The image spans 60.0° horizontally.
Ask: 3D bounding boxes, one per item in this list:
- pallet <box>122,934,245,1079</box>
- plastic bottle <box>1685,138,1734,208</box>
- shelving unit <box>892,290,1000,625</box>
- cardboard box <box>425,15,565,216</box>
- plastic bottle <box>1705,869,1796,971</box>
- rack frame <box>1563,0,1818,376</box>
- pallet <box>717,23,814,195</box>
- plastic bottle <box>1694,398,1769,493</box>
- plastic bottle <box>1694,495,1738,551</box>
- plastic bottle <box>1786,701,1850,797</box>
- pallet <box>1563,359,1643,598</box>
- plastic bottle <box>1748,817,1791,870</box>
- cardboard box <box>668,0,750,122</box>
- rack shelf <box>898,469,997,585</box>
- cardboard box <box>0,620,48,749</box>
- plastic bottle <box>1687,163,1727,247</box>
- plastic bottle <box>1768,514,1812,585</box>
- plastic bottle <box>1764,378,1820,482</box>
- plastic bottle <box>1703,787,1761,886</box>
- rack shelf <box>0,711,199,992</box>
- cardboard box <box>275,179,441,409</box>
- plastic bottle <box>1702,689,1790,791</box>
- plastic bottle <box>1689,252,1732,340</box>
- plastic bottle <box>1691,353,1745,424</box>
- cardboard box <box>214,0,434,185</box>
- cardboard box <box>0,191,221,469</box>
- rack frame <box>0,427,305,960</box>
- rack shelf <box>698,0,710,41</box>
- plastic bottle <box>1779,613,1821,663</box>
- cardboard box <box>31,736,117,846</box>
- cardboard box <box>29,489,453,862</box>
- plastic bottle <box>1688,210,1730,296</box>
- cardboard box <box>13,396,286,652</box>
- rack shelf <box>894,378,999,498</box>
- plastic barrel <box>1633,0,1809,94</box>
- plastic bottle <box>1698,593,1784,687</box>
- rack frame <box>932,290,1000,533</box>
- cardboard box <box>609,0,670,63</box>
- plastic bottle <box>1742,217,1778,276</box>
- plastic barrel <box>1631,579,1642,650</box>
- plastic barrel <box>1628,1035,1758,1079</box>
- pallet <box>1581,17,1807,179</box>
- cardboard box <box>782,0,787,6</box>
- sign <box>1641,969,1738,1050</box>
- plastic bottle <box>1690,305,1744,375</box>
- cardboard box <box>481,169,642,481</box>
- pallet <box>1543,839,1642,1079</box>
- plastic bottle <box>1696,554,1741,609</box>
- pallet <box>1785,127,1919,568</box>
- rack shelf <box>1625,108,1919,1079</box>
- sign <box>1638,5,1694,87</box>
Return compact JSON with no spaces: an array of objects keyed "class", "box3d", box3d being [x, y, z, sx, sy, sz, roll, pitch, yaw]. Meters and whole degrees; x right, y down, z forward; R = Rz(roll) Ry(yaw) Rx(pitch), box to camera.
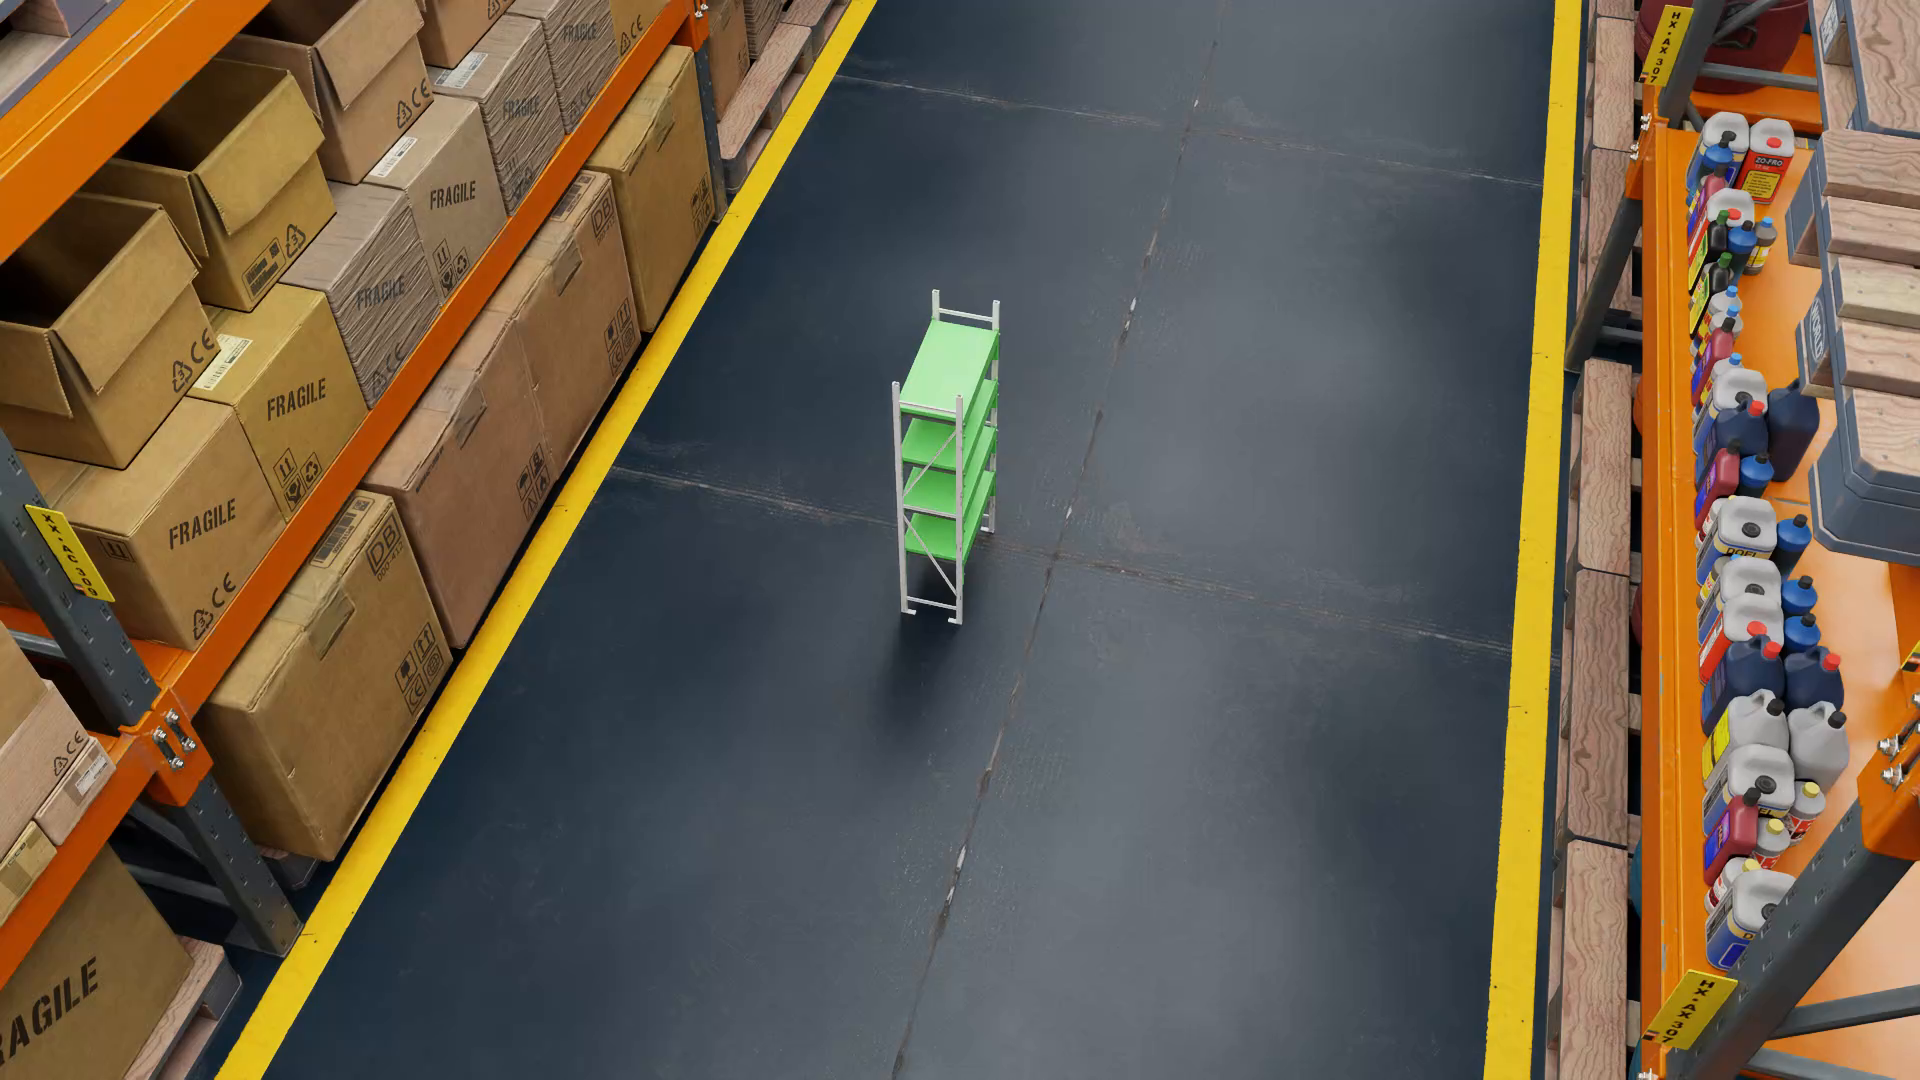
[{"class":"pallet","box3d":[-2.953,1.697,5.030,1.003,0.211,1.213,12,50,10]},{"class":"plastic bottle","box3d":[2.671,-1.306,5.906,0.097,0.271,0.097,0,49,0]},{"class":"shelving unit","box3d":[-0.044,-0.277,6.113,0.258,1.200,0.503,12,50,10]},{"class":"cardboard box","box3d":[-1.786,-1.545,5.965,0.500,0.500,0.500,10,49,9]},{"class":"plastic bottle","box3d":[1.893,0.910,3.948,0.152,0.276,0.135,12,50,10]},{"class":"rack frame","box3d":[3.154,-1.676,6.147,1.000,3.000,0.127,12,50,10]},{"class":"pallet","box3d":[-1.417,-2.296,8.554,1.003,0.211,1.213,12,50,10]},{"class":"plastic bottle","box3d":[2.317,-0.293,4.959,0.144,0.351,0.185,12,50,10]},{"class":"plastic bottle","box3d":[2.222,-0.049,4.844,0.097,0.201,0.097,0,49,0]},{"class":"plastic bottle","box3d":[2.166,0.533,4.231,0.144,0.351,0.185,12,50,10]},{"class":"pallet","box3d":[2.986,-0.175,6.682,1.003,0.211,1.213,12,50,10]},{"class":"plastic bottle","box3d":[1.991,0.760,4.130,0.097,0.201,0.097,0,49,0]},{"class":"cardboard box","box3d":[-1.468,-2.460,8.213,0.700,0.500,0.500,9,49,8]},{"class":"rack shelf","box3d":[-0.044,-0.076,6.341,0.258,0.148,0.480,12,50,10]},{"class":"cardboard box","box3d":[-2.540,0.328,3.780,0.500,0.500,0.500,13,50,11]},{"class":"plastic bottle","box3d":[2.597,-1.159,5.769,0.061,0.283,0.133,12,50,10]},{"class":"plastic bottle","box3d":[2.343,0.028,4.729,0.097,0.271,0.097,0,49,0]},{"class":"plastic bottle","box3d":[2.499,-0.360,5.019,0.144,0.351,0.185,12,50,10]},{"class":"plastic bottle","box3d":[1.910,0.731,4.101,0.061,0.283,0.133,12,50,10]},{"class":"rack shelf","box3d":[-3.204,1.925,3.449,1.077,0.370,4.000,12,50,10]},{"class":"cardboard box","box3d":[-2.052,-0.802,5.310,0.500,0.500,0.500,11,49,9]},{"class":"plastic bottle","box3d":[2.027,0.504,4.256,0.144,0.351,0.185,12,50,10]},{"class":"plastic bottle","box3d":[2.466,-0.799,5.451,0.061,0.283,0.133,12,50,10]},{"class":"plastic bottle","box3d":[2.367,-0.470,5.169,0.097,0.271,0.097,0,49,0]},{"class":"cardboard box","box3d":[-2.177,-1.535,5.288,0.797,0.503,0.637,13,50,11]},{"class":"cardboard box","box3d":[-2.517,-0.589,4.452,0.797,0.503,0.637,10,49,9]},{"class":"rack frame","box3d":[-2.677,0.240,4.456,1.000,3.000,0.127,12,50,10]},{"class":"rack shelf","box3d":[-1.098,-3.862,8.556,1.077,0.370,4.000,12,50,10]},{"class":"plastic bottle","box3d":[2.247,0.293,4.495,0.097,0.271,0.097,0,49,0]},{"class":"cardboard box","box3d":[-2.442,0.608,4.299,0.380,0.149,0.250,12,50,10]},{"class":"cardboard box","box3d":[-2.528,0.337,5.508,1.225,0.875,0.875,12,50,10]},{"class":"plastic bottle","box3d":[2.527,-0.966,5.598,0.061,0.283,0.133,12,50,10]},{"class":"cardboard box","box3d":[-2.315,-0.077,4.669,0.500,0.500,0.500,12,50,10]},{"class":"rack shelf","box3d":[-0.044,-0.394,5.981,0.258,0.148,0.480,12,50,10]},{"class":"plastic barrel","box3d":[2.984,-2.116,6.445,0.600,0.536,0.708,12,50,10]},{"class":"plastic bottle","box3d":[2.122,0.281,4.503,0.152,0.276,0.135,12,50,10]},{"class":"rack frame","box3d":[0.021,-0.454,6.269,0.240,1.200,0.015,12,50,10]},{"class":"cardboard box","box3d":[-1.515,-2.281,6.614,0.500,0.500,0.500,13,50,11]},{"class":"plastic bottle","box3d":[2.731,-1.015,5.697,0.097,0.201,0.097,0,49,0]},{"class":"plastic barrel","box3d":[2.744,0.157,5.858,0.600,0.588,0.708,12,50,10]},{"class":"plastic barrel","box3d":[2.261,1.383,4.567,0.600,0.901,0.708,12,50,10]},{"class":"pallet","box3d":[3.718,-2.186,8.457,1.003,0.211,1.213,12,50,10]},{"class":"cardboard box","box3d":[-1.191,-3.275,8.933,0.700,0.500,0.500,15,50,13]},{"class":"sign","box3d":[1.571,1.016,3.587,0.100,0.325,0.005,12,50,10]},{"class":"plastic bottle","box3d":[2.428,-0.637,5.316,0.097,0.271,0.097,0,49,0]},{"class":"cardboard box","box3d":[-2.068,-0.951,6.644,1.225,0.875,0.875,12,50,10]},{"class":"pallet","box3d":[2.344,1.590,5.125,1.003,0.211,1.213,12,50,10]},{"class":"plastic bottle","box3d":[2.161,0.119,4.696,0.097,0.201,0.097,0,49,0]},{"class":"pallet","box3d":[2.213,-0.299,3.057,1.213,0.211,1.003,12,50,10]},{"class":"rack shelf","box3d":[2.627,0.009,5.140,1.077,0.370,4.000,12,50,10]},{"class":"sign","box3d":[2.621,-1.833,6.177,0.100,0.325,0.005,12,50,10]}]
